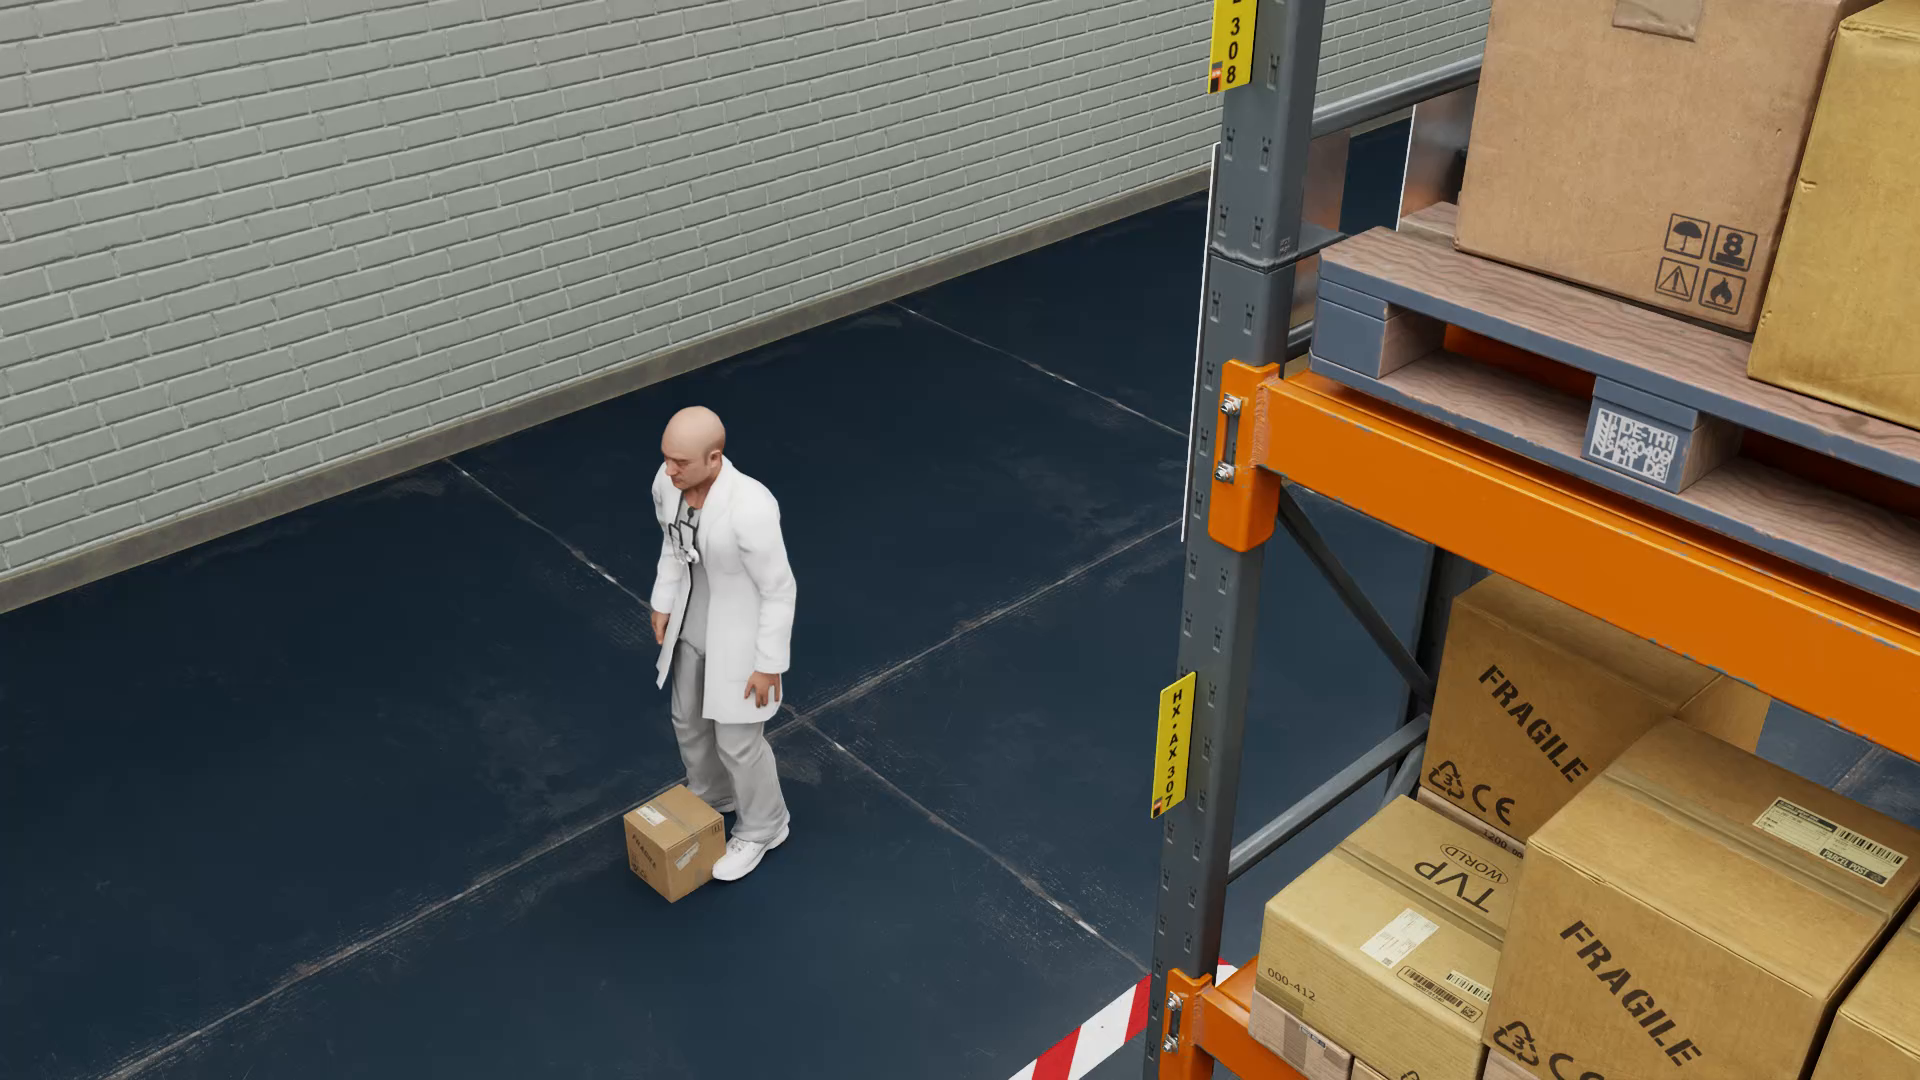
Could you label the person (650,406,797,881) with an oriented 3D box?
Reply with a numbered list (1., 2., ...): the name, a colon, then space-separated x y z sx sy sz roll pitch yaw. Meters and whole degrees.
1. person: -0.810 0.331 5.607 0.648 1.772 0.429 26 40 36
